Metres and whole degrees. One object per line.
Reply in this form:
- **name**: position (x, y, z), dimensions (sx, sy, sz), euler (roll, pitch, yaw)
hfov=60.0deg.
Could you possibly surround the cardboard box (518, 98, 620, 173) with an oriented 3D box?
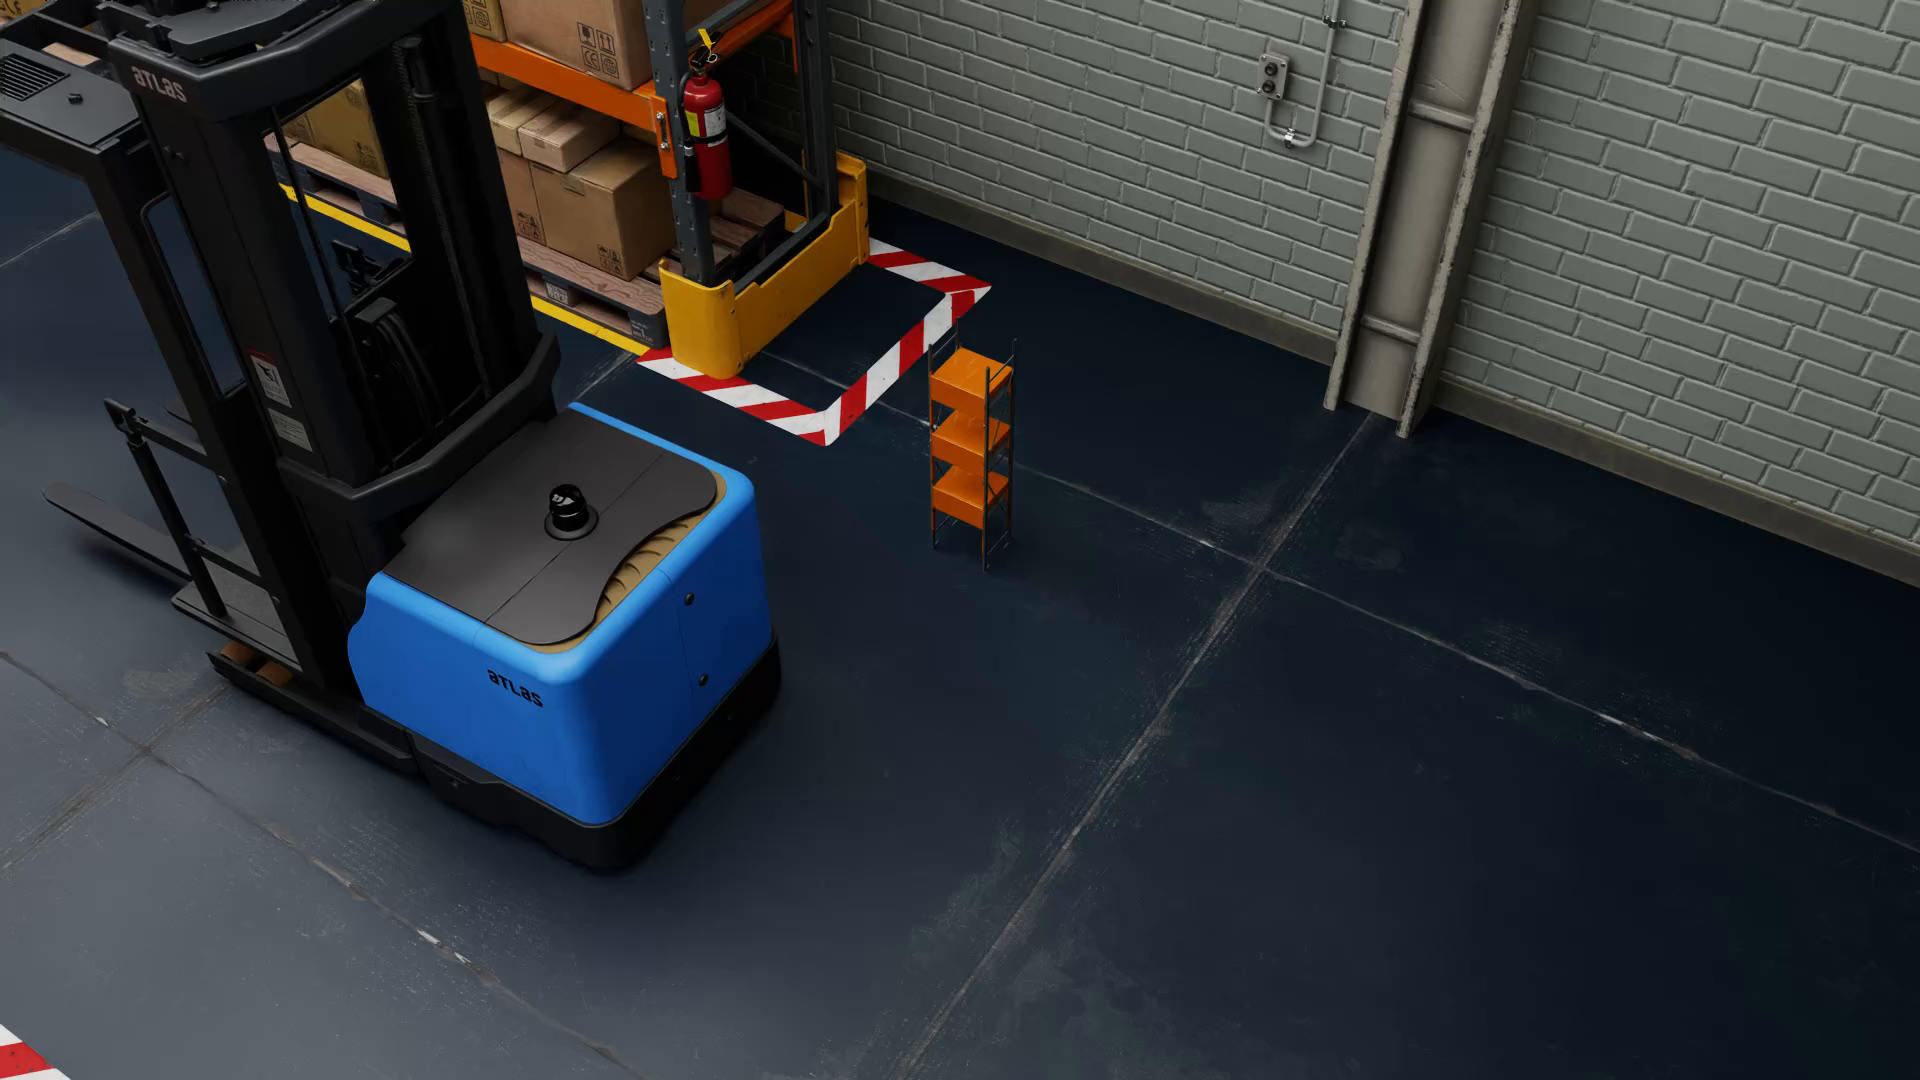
- **cardboard box**: position (-1.743, -1.824, 7.429), dimensions (0.250, 0.149, 0.380), euler (24, 51, 22)

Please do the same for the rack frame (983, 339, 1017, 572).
- **rack frame**: position (0.148, -0.298, 6.307), dimensions (0.008, 1.050, 0.200), euler (25, 51, 22)

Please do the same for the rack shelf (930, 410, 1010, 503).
- **rack shelf**: position (0.045, -0.338, 6.361), dimensions (0.240, 0.259, 0.215), euler (25, 51, 22)

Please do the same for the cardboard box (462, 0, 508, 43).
- **cardboard box**: position (-1.946, -2.744, 7.115), dimensions (0.700, 0.700, 0.980), euler (24, 51, 22)

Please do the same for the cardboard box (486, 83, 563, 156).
- **cardboard box**: position (-1.958, -1.923, 7.525), dimensions (0.250, 0.149, 0.380), euler (26, 51, 23)

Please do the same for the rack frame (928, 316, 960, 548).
- **rack frame**: position (-0.058, -0.392, 6.399), dimensions (0.008, 1.050, 0.200), euler (25, 51, 22)

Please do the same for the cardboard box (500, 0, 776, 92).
- **cardboard box**: position (-1.328, -2.469, 6.848), dimensions (0.700, 0.700, 0.980), euler (27, 52, 24)

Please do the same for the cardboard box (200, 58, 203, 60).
- **cardboard box**: position (-3.686, -2.645, 8.679), dimensions (0.500, 0.500, 0.700), euler (25, 51, 23)

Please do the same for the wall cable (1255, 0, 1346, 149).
- **wall cable**: position (0.695, -2.602, 6.479), dimensions (1.851, 1.984, 0.084), euler (25, 51, 22)

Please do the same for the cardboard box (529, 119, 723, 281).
- **cardboard box**: position (-1.536, -1.659, 7.720), dimensions (0.500, 0.500, 0.700), euler (25, 51, 22)

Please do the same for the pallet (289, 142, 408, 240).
- **pallet**: position (-2.631, -1.936, 8.484), dimensions (1.213, 0.211, 1.003), euler (25, 51, 22)

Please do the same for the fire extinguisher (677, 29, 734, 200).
- **fire extinguisher**: position (-1.015, -1.679, 6.604), dimensions (0.183, 0.674, 0.296), euler (25, 51, 22)

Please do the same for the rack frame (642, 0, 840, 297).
- **rack frame**: position (-0.893, -2.173, 6.770), dimensions (0.127, 3.000, 1.000), euler (25, 51, 22)

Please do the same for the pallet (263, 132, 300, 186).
- **pallet**: position (-3.662, -2.408, 8.943), dimensions (1.213, 0.211, 1.003), euler (25, 51, 22)

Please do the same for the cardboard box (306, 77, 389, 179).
- **cardboard box**: position (-2.834, -2.249, 8.294), dimensions (0.500, 0.500, 0.700), euler (26, 51, 23)

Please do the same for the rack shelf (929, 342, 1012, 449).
- **rack shelf**: position (0.045, -0.536, 6.157), dimensions (0.240, 0.259, 0.215), euler (25, 51, 22)

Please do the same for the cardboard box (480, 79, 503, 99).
- **cardboard box**: position (-2.381, -2.047, 8.097), dimensions (0.500, 0.500, 0.700), euler (23, 50, 21)

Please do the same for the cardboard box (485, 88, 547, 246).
- **cardboard box**: position (-1.958, -1.852, 7.909), dimensions (0.500, 0.500, 0.700), euler (25, 51, 22)

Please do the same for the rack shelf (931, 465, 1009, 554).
- **rack shelf**: position (0.045, -0.144, 6.560), dimensions (0.240, 0.259, 0.215), euler (25, 51, 22)

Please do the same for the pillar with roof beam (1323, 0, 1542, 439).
- **pillar with roof beam**: position (-0.478, -1.141, 1.584), dimensions (0.400, 9.000, 9.100), euler (25, 51, 22)

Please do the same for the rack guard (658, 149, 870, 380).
- **rack guard**: position (-0.873, -1.292, 7.657), dimensions (0.348, 0.500, 1.175), euler (25, 51, 22)

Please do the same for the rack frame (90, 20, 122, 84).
- **rack frame**: position (-4.260, -3.721, 8.275), dimensions (0.127, 3.000, 1.000), euler (25, 51, 22)

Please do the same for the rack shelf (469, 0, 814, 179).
- **rack shelf**: position (-2.577, -2.696, 7.780), dimensions (4.000, 0.370, 1.077), euler (25, 51, 22)

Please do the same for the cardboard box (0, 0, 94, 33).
- **cardboard box**: position (-4.878, -3.292, 9.063), dimensions (0.750, 0.750, 0.750), euler (25, 51, 23)

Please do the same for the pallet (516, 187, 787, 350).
- **pallet**: position (-1.608, -1.463, 8.025), dimensions (1.213, 0.211, 1.003), euler (25, 51, 22)

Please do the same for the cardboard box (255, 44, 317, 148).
- **cardboard box**: position (-3.265, -2.449, 8.488), dimensions (0.500, 0.500, 0.700), euler (24, 51, 22)

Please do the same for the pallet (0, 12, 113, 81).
- **pallet**: position (-4.950, -3.003, 9.521), dimensions (1.213, 0.211, 1.003), euler (25, 51, 22)

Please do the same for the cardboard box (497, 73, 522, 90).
- **cardboard box**: position (-1.960, -2.250, 7.843), dimensions (0.250, 0.149, 0.380), euler (25, 51, 22)

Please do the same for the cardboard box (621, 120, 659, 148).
- **cardboard box**: position (-1.323, -1.957, 7.558), dimensions (0.250, 0.149, 0.380), euler (25, 51, 22)

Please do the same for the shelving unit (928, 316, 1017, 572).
- **shelving unit**: position (0.045, -0.345, 6.353), dimensions (0.252, 1.050, 0.215), euler (25, 51, 22)

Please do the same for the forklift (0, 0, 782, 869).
- **forklift**: position (-2.190, -0.716, 5.402), dimensions (3.031, 2.935, 1.130), euler (23, 50, 21)

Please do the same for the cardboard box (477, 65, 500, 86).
- **cardboard box**: position (-2.175, -2.348, 7.938), dimensions (0.250, 0.149, 0.380), euler (25, 51, 23)
